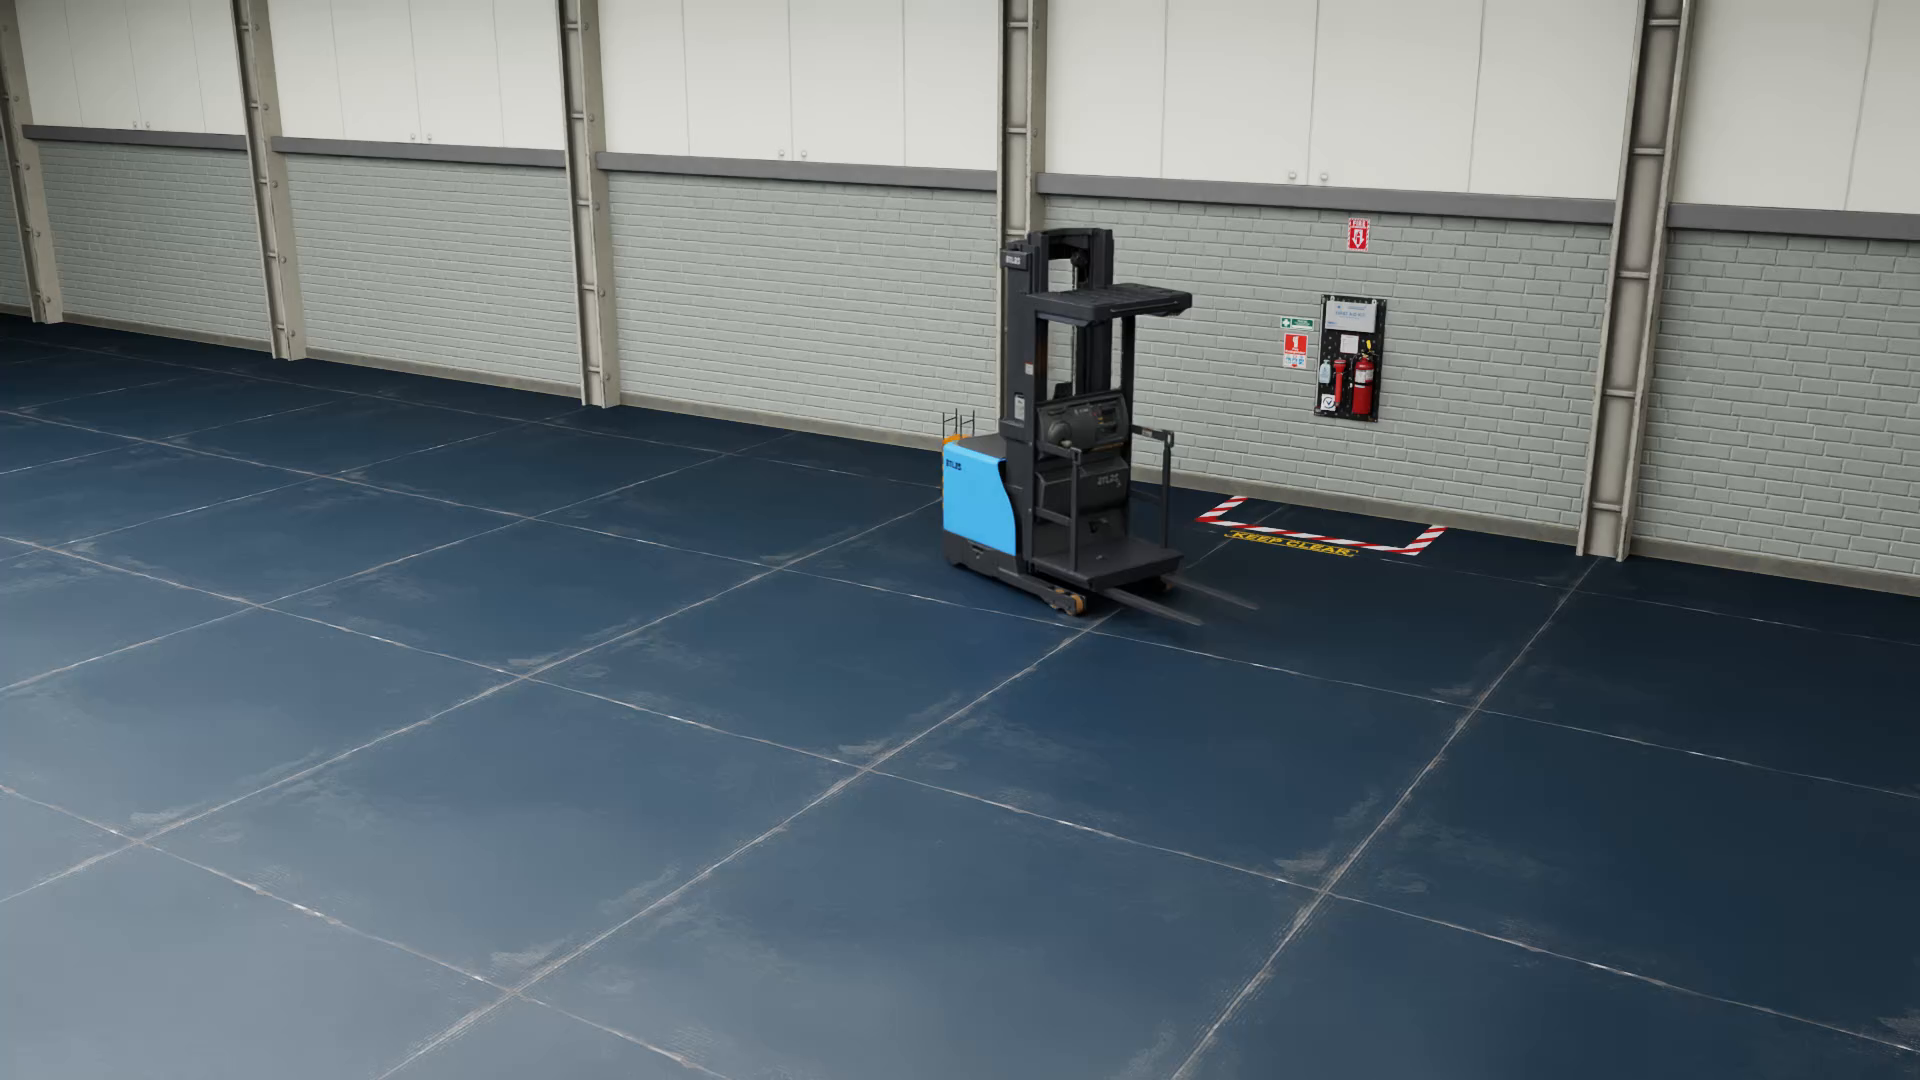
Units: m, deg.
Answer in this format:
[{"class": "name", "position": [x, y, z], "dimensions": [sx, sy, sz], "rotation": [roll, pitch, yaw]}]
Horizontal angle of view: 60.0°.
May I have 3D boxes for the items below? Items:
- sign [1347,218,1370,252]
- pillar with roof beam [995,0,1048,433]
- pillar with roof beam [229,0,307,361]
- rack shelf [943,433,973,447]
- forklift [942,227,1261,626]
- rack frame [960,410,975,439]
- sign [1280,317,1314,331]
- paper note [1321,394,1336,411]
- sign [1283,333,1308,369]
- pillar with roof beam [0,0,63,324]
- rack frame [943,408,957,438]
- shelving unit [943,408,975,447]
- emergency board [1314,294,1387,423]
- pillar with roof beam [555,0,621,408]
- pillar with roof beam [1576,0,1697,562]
[{"class": "sign", "position": [3.695, -2.832, 15.422], "dimensions": [0.199, 0.298, 0.001], "rotation": [10, 20, 30]}, {"class": "pillar with roof beam", "position": [-1.630, -4.028, 13.028], "dimensions": [0.400, 9.000, 9.100], "rotation": [10, 20, 30]}, {"class": "pillar with roof beam", "position": [-11.856, -5.853, 19.037], "dimensions": [0.400, 9.000, 9.100], "rotation": [10, 20, 30]}, {"class": "rack shelf", "position": [-0.012, -0.878, 14.991], "dimensions": [0.180, 0.103, 0.258], "rotation": [10, 20, 30]}, {"class": "forklift", "position": [1.133, -0.960, 13.368], "dimensions": [1.130, 2.935, 3.031], "rotation": [-13, 21, -36]}, {"class": "rack frame", "position": [0.066, -0.562, 15.037], "dimensions": [0.006, 1.200, 0.240], "rotation": [10, 20, 30]}, {"class": "sign", "position": [3.232, -2.074, 15.943], "dimensions": [0.331, 0.109, 0.001], "rotation": [10, 20, 30]}, {"class": "paper note", "position": [3.535, -1.319, 15.947], "dimensions": [0.142, 0.148, 0.016], "rotation": [10, 20, 30]}, {"class": "sign", "position": [3.233, -1.823, 16.030], "dimensions": [0.234, 0.329, 0.001], "rotation": [10, 20, 30]}, {"class": "pillar with roof beam", "position": [-16.968, -6.766, 22.041], "dimensions": [0.400, 9.000, 9.100], "rotation": [10, 20, 30]}, {"class": "rack frame", "position": [-0.090, -0.590, 15.129], "dimensions": [0.006, 1.200, 0.240], "rotation": [10, 20, 30]}, {"class": "shelving unit", "position": [-0.012, -0.576, 15.083], "dimensions": [0.189, 1.200, 0.258], "rotation": [10, 20, 30]}, {"class": "emergency board", "position": [3.650, -1.696, 15.674], "dimensions": [0.643, 1.169, 0.194], "rotation": [10, 20, 30]}, {"class": "pillar with roof beam", "position": [-6.743, -4.941, 16.032], "dimensions": [0.400, 9.000, 9.100], "rotation": [10, 20, 30]}, {"class": "pillar with roof beam", "position": [3.483, -3.115, 10.023], "dimensions": [0.400, 9.000, 9.100], "rotation": [10, 20, 30]}]
